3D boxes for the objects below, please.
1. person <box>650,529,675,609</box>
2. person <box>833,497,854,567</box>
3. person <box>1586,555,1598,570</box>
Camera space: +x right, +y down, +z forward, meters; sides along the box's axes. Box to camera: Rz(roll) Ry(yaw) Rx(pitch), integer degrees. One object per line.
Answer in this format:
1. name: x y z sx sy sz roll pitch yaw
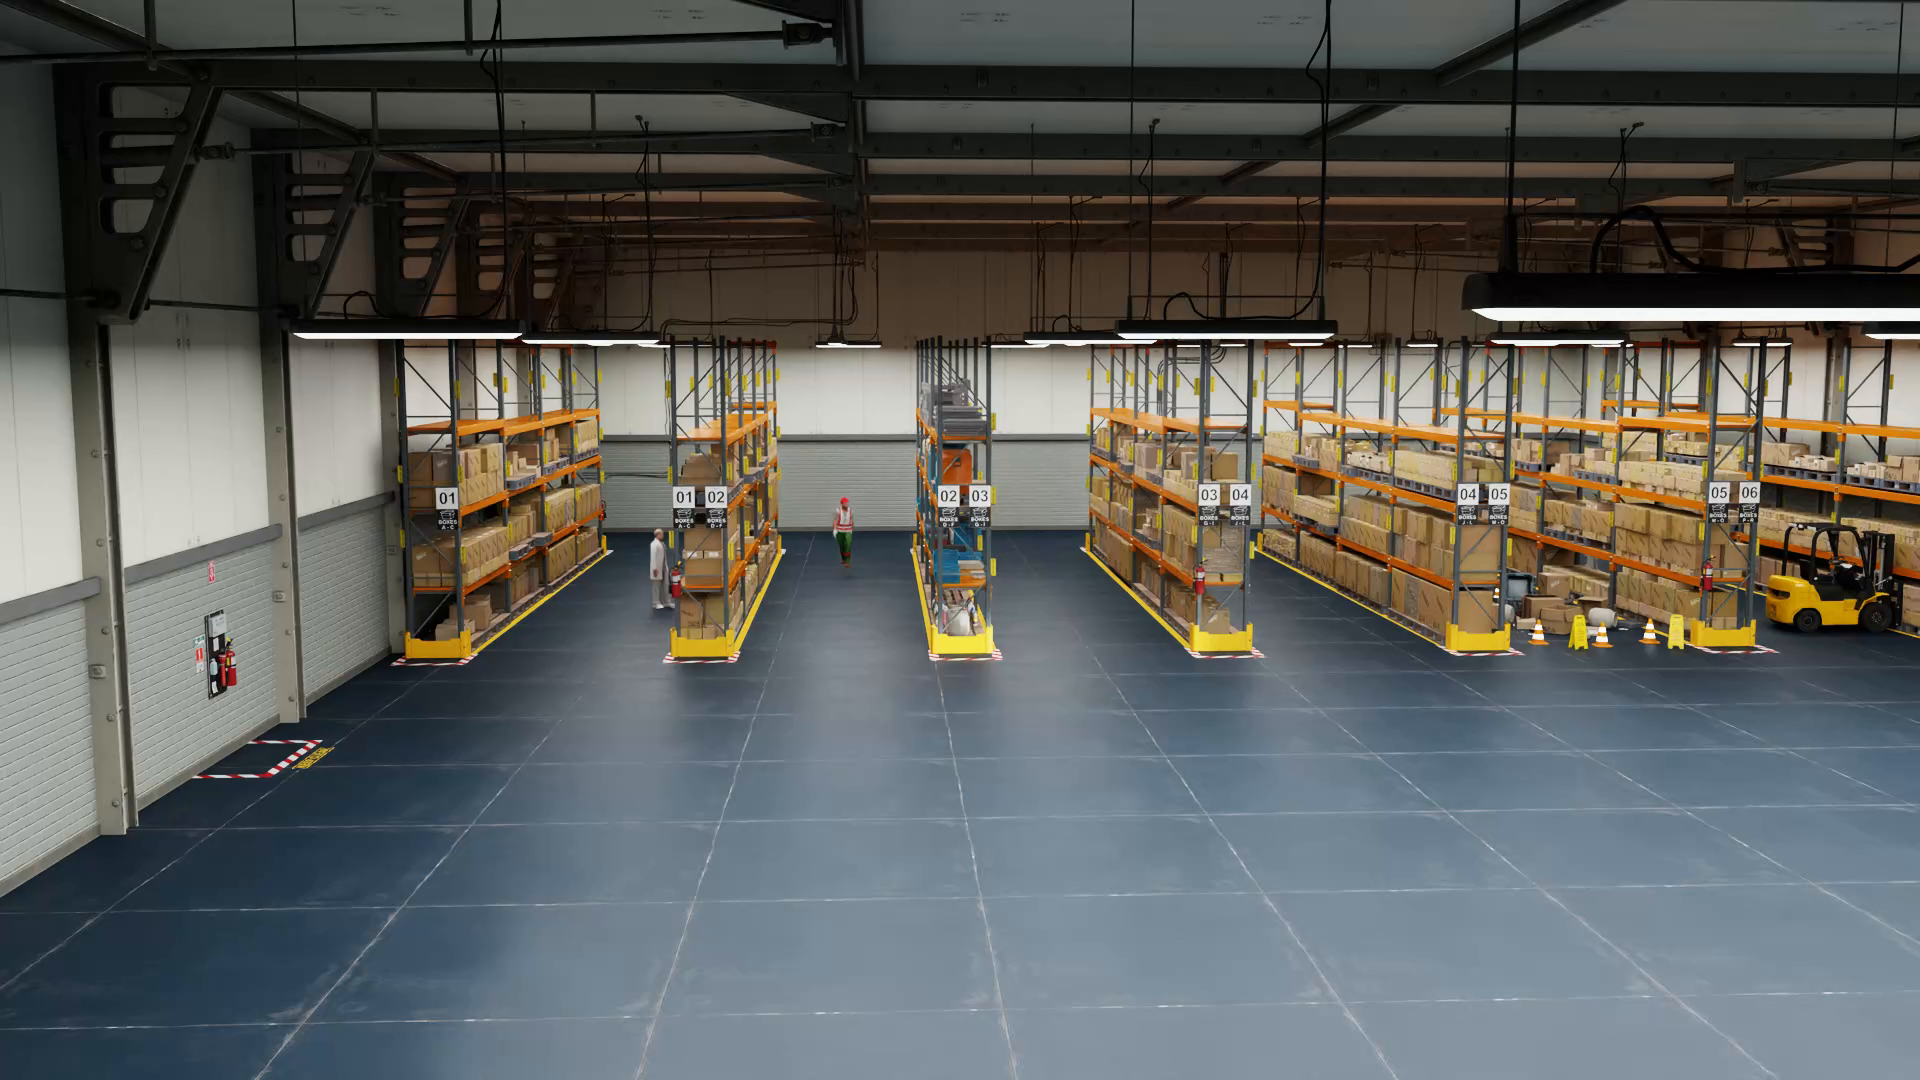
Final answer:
1. person: -6.666 0.740 37.048 0.482 1.588 0.641 3 7 27
2. person: -2.957 -0.214 42.140 0.512 1.735 0.959 0 6 2
3. person: 16.331 0.013 43.034 0.417 1.676 0.469 2 7 21
